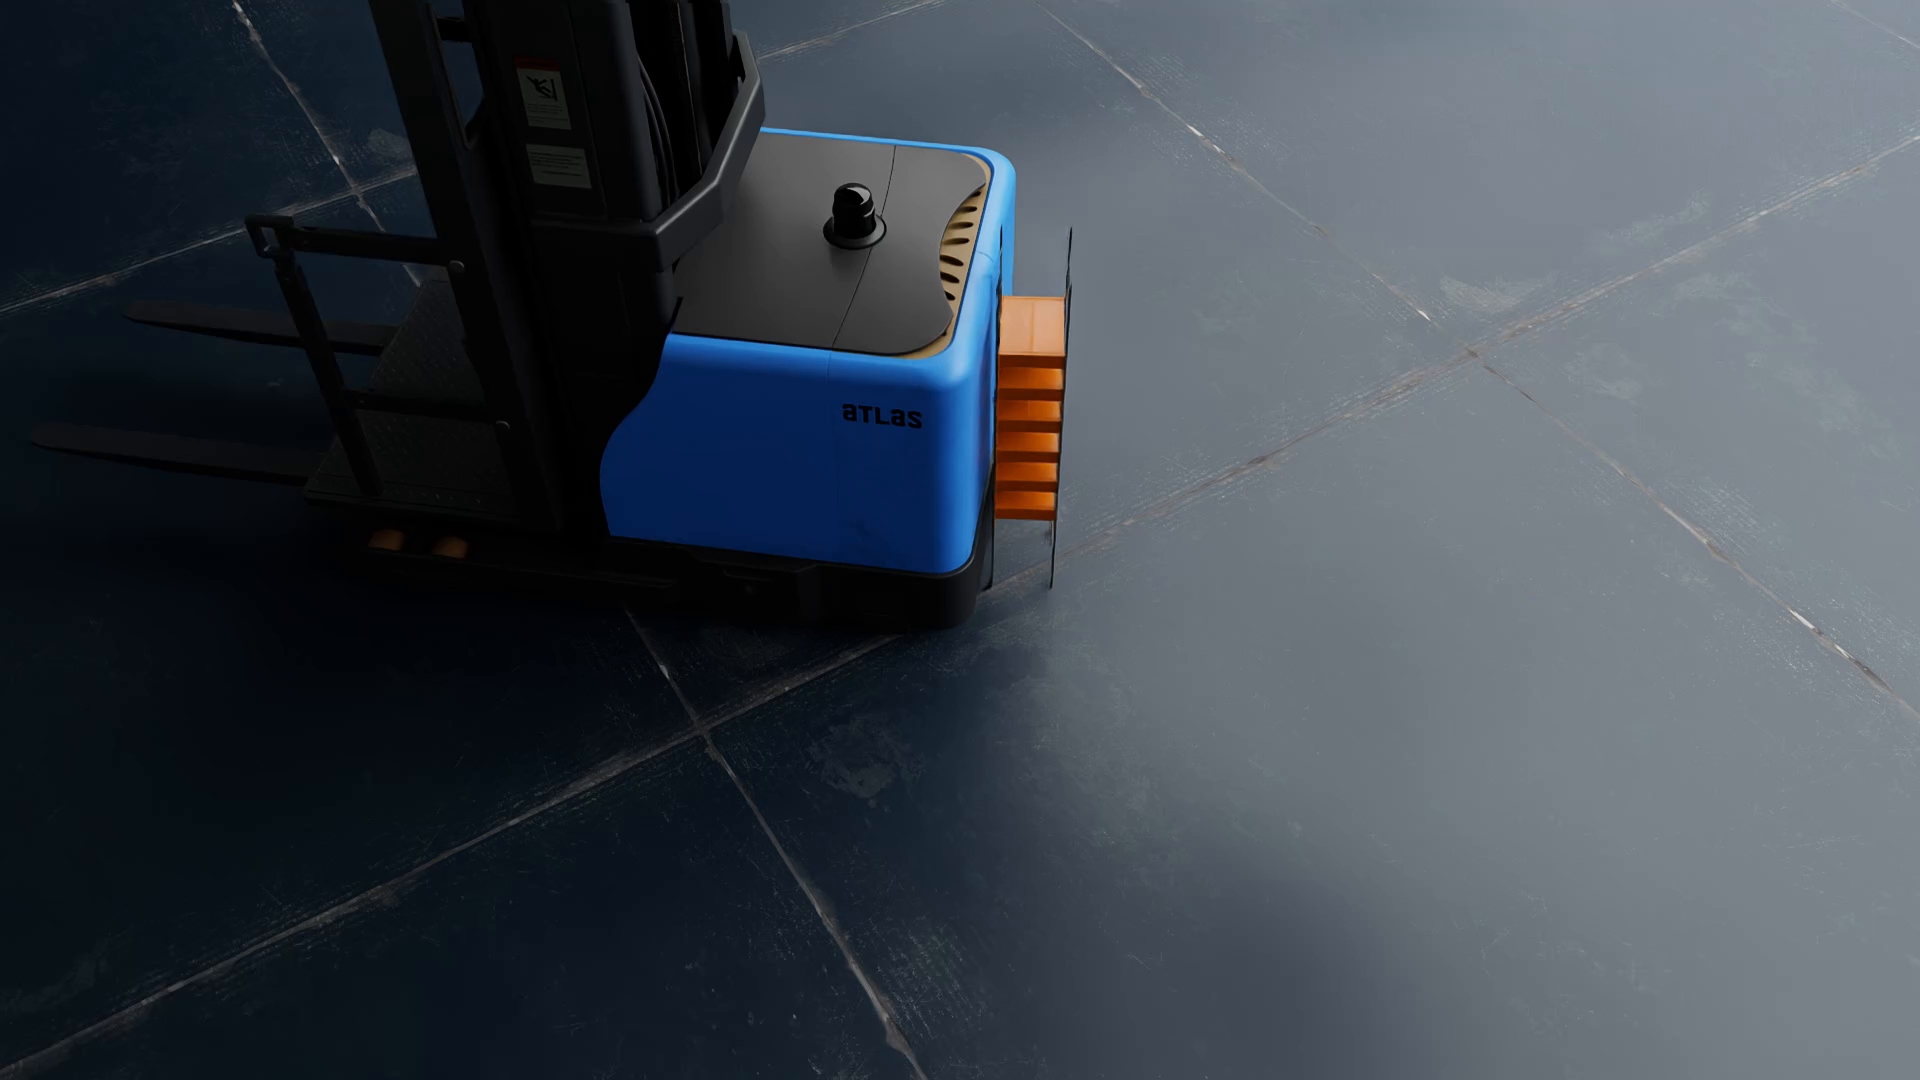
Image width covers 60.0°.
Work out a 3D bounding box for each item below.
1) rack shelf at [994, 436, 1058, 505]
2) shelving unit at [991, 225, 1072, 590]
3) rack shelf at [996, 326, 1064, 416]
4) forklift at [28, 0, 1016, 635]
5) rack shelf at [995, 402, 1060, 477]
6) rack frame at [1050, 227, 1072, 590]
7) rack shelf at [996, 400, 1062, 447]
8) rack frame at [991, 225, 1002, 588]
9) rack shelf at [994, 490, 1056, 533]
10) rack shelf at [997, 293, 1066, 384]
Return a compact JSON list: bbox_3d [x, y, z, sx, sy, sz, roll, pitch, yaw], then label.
[{"bbox_3d":[0.195,-0.229,4.871,0.180,0.103,0.258,2,48,2],"label":"rack shelf"},{"bbox_3d":[0.195,-0.339,4.748,0.189,1.200,0.258,2,48,2],"label":"shelving unit"},{"bbox_3d":[0.195,-0.469,4.602,0.180,0.103,0.258,2,48,2],"label":"rack shelf"},{"bbox_3d":[-1.388,-1.211,4.366,3.031,2.935,1.130,7,49,6],"label":"forklift"},{"bbox_3d":[0.195,-0.309,4.781,0.180,0.103,0.258,2,48,2],"label":"rack shelf"},{"bbox_3d":[0.287,-0.336,4.745,0.006,1.200,0.240,2,48,2],"label":"rack frame"},{"bbox_3d":[0.195,-0.389,4.692,0.180,0.103,0.258,2,48,2],"label":"rack shelf"},{"bbox_3d":[0.104,-0.342,4.751,0.006,1.200,0.240,2,48,2],"label":"rack frame"},{"bbox_3d":[0.195,-0.150,4.961,0.180,0.103,0.258,2,48,2],"label":"rack shelf"},{"bbox_3d":[0.195,-0.549,4.513,0.180,0.103,0.258,2,48,2],"label":"rack shelf"}]
